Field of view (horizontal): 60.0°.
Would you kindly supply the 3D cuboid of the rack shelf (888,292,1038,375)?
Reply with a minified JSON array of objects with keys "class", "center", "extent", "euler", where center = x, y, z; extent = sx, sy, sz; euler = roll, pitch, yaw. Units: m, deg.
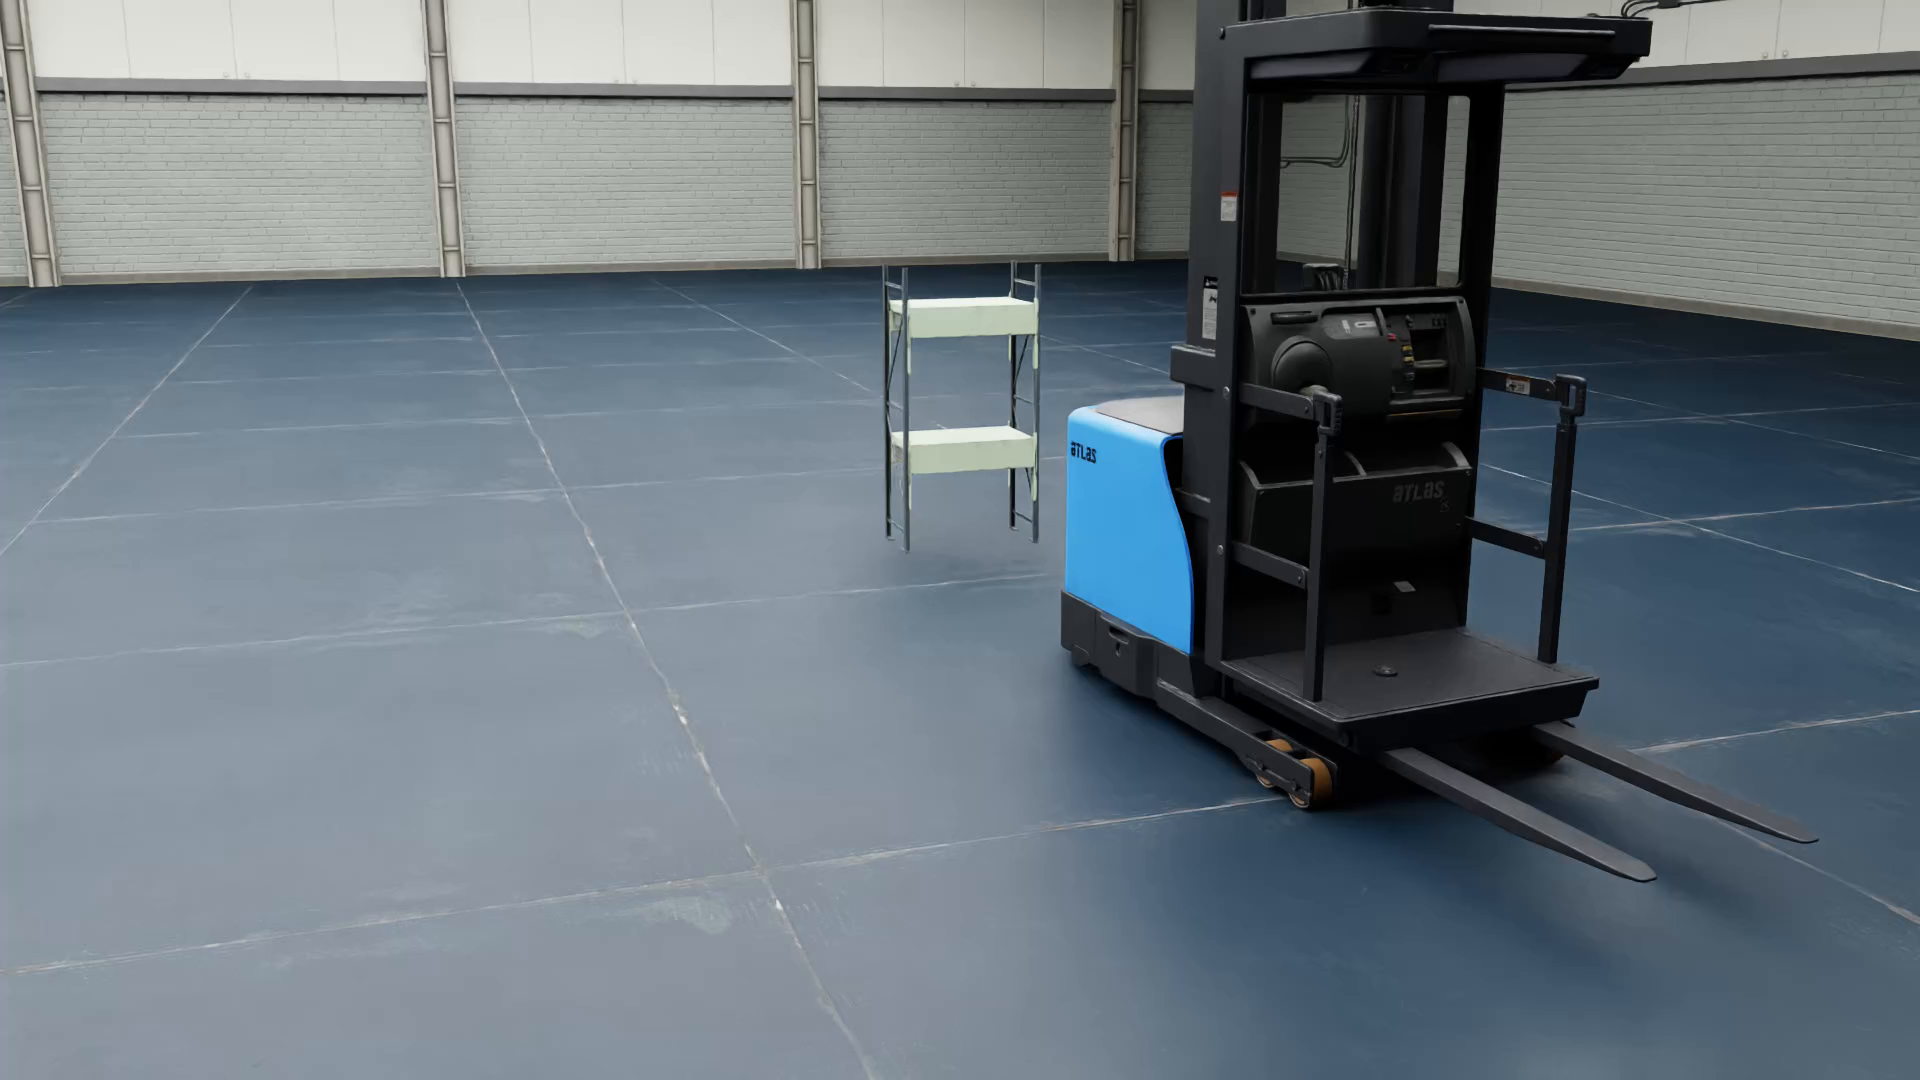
[{"class":"rack shelf","center":[0.006,-1.110,8.881],"extent":[0.720,0.370,0.431],"euler":[-4,14,-18]}]

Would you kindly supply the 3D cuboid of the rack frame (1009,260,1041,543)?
[{"class":"rack frame","center":[0.353,-0.757,9.085],"extent":[0.023,1.500,0.400],"euler":[-4,14,-18]}]

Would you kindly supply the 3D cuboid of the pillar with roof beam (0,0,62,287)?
[{"class":"pillar with roof beam","center":[-12.667,-7.335,20.532],"extent":[0.400,9.000,9.100],"euler":[-4,14,-18]}]

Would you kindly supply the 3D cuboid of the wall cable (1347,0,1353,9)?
[{"class":"wall cable","center":[7.096,-9.888,27.061],"extent":[0.112,2.526,3.097],"euler":[-4,14,-18]}]

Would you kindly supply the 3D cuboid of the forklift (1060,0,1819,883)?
[{"class":"forklift","center":[1.486,-0.659,5.581],"extent":[1.130,2.935,3.031],"euler":[-6,15,-23]}]

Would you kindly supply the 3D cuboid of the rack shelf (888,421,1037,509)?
[{"class":"rack shelf","center":[0.006,-0.413,9.047],"extent":[0.720,0.370,0.431],"euler":[-4,14,-18]}]

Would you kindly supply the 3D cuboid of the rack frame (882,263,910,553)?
[{"class":"rack frame","center":[-0.341,-0.703,8.858],"extent":[0.023,1.500,0.400],"euler":[-4,14,-18]}]

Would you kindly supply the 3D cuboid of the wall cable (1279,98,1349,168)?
[{"class":"wall cable","center":[6.233,-8.024,30.140],"extent":[0.112,2.526,3.097],"euler":[-4,14,-18]}]

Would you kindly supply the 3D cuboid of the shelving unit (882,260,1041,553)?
[{"class":"shelving unit","center":[0.006,-0.730,8.971],"extent":[0.755,1.500,0.431],"euler":[-4,14,-18]}]

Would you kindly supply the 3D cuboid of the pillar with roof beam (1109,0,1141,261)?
[{"class":"pillar with roof beam","center":[4.393,-8.663,26.117],"extent":[0.400,9.000,9.100],"euler":[-4,14,-18]}]

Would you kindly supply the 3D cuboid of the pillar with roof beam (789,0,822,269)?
[{"class":"pillar with roof beam","center":[-1.294,-8.220,24.255],"extent":[0.400,9.000,9.100],"euler":[-4,14,-18]}]

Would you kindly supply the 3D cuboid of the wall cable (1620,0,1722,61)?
[{"class":"wall cable","center":[9.246,-9.106,20.629],"extent":[0.169,6.003,2.305],"euler":[-4,14,-18]}]

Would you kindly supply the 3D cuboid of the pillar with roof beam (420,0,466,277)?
[{"class":"pillar with roof beam","center":[-6.981,-7.777,22.393],"extent":[0.400,9.000,9.100],"euler":[-4,14,-18]}]
